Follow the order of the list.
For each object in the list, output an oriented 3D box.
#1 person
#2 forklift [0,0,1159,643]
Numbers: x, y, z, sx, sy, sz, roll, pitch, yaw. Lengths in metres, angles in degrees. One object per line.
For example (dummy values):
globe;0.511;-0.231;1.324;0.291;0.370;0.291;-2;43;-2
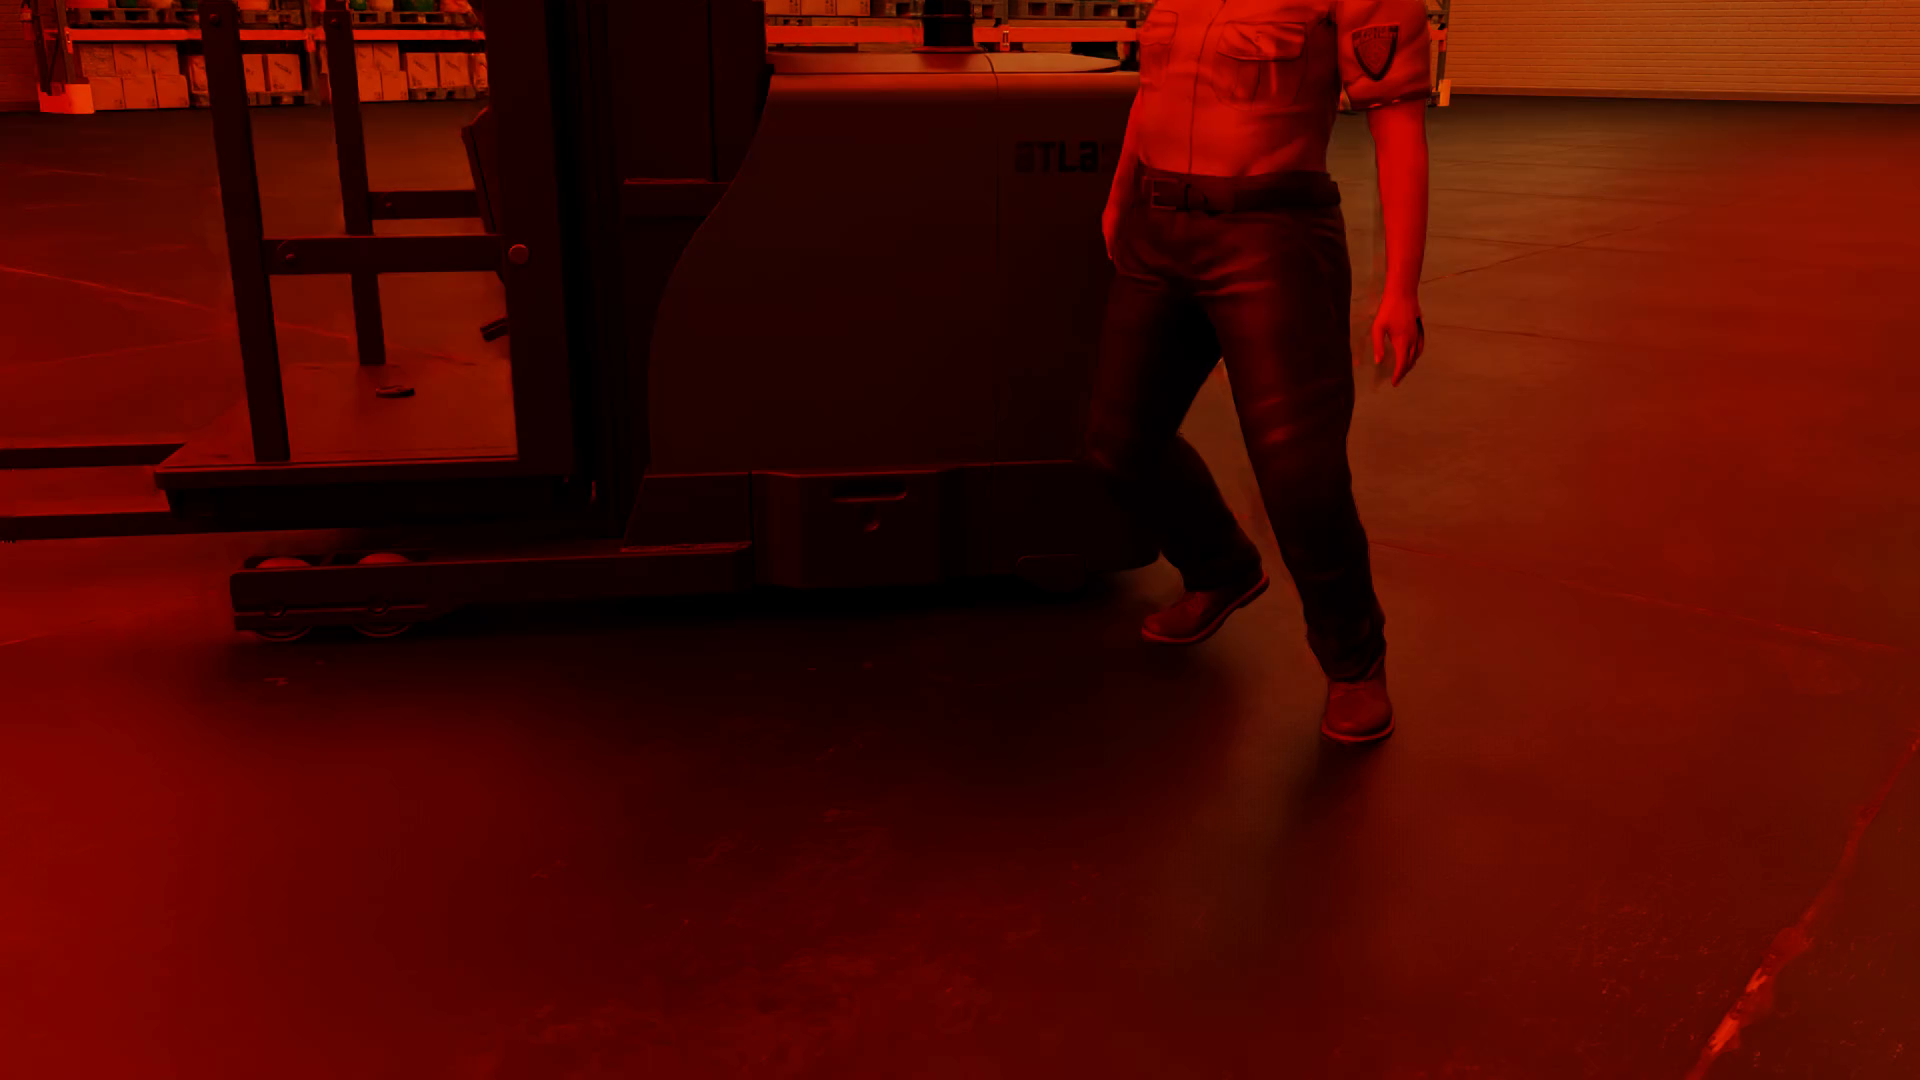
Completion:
person;0.517;-0.510;2.938;0.481;1.584;0.816;-13;21;-36
forklift;-1.131;-1.364;3.390;3.031;2.935;1.130;-2;17;-8
